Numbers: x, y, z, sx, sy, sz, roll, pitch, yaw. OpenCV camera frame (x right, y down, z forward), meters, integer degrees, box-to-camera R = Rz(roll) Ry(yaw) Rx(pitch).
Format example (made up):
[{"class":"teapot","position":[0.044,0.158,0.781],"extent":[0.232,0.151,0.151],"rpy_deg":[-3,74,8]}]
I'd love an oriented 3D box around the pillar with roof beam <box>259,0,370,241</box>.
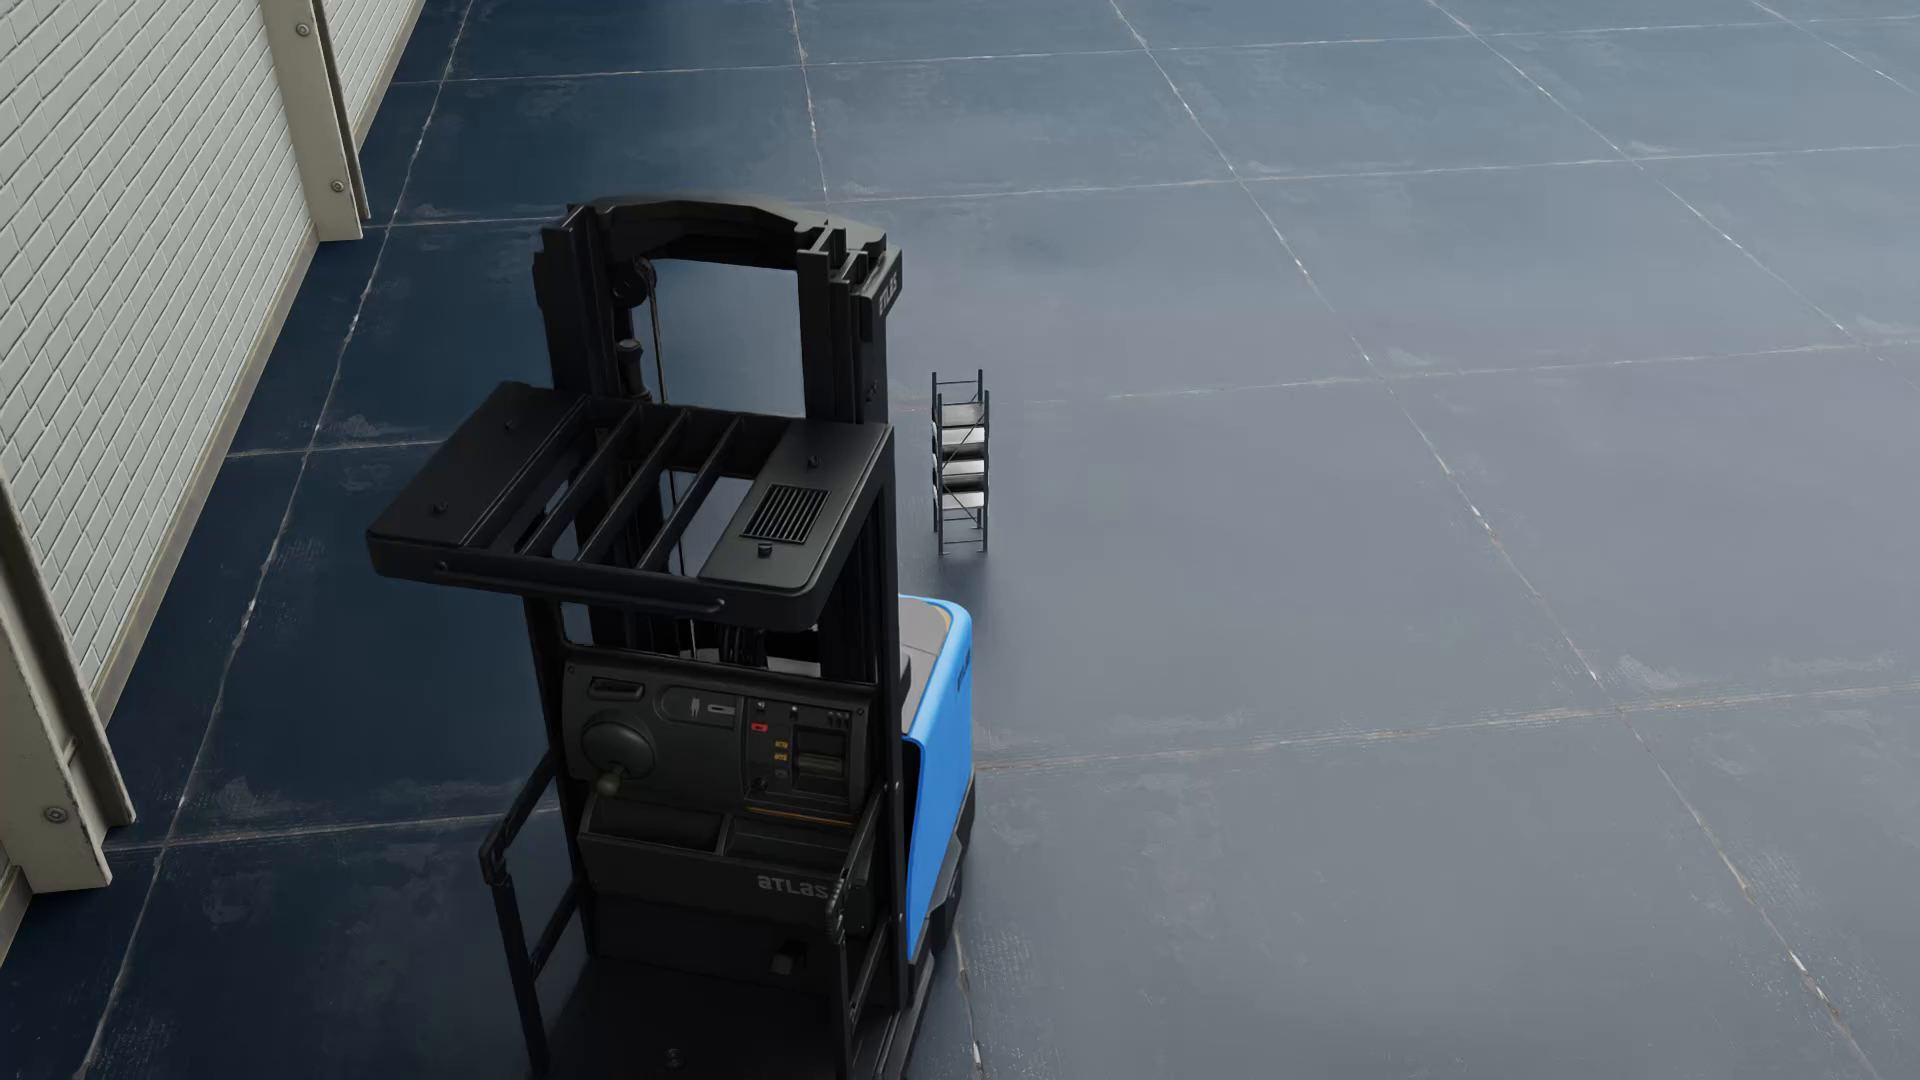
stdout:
[{"class":"pillar with roof beam","position":[0.044,-6.176,9.322],"extent":[9.100,9.000,0.400],"rpy_deg":[-4,35,-6]}]

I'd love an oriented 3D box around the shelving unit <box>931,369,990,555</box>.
[{"class":"shelving unit","position":[0.001,-0.367,7.990],"extent":[0.258,0.900,0.210],"rpy_deg":[-4,35,-6]}]

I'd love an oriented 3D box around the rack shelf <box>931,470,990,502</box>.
[{"class":"rack shelf","position":[0.001,-0.265,8.059],"extent":[0.258,0.077,0.200],"rpy_deg":[-4,35,-6]}]

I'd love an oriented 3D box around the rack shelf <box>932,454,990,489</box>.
[{"class":"rack shelf","position":[0.001,-0.340,8.009],"extent":[0.258,0.077,0.200],"rpy_deg":[-4,35,-6]}]

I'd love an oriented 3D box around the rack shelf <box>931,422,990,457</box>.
[{"class":"rack shelf","position":[0.001,-0.489,7.907],"extent":[0.258,0.077,0.200],"rpy_deg":[-4,35,-6]}]

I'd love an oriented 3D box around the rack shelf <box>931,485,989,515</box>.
[{"class":"rack shelf","position":[0.001,-0.191,8.110],"extent":[0.258,0.077,0.200],"rpy_deg":[-4,35,-6]}]

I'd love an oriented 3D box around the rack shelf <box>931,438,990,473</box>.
[{"class":"rack shelf","position":[0.001,-0.414,7.958],"extent":[0.258,0.077,0.200],"rpy_deg":[-4,35,-6]}]

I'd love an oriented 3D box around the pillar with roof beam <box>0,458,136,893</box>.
[{"class":"pillar with roof beam","position":[0.851,-2.828,4.409],"extent":[9.100,9.000,0.400],"rpy_deg":[-4,35,-6]}]

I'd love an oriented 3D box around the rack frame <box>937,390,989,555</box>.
[{"class":"rack frame","position":[0.015,-0.311,7.907],"extent":[0.240,0.900,0.006],"rpy_deg":[-4,35,-6]}]

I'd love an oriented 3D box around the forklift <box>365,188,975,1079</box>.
[{"class":"forklift","position":[-0.764,0.653,4.689],"extent":[1.130,2.935,3.031],"rpy_deg":[7,35,10]}]

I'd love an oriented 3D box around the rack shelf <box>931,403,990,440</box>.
[{"class":"rack shelf","position":[0.001,-0.563,7.857],"extent":[0.258,0.077,0.200],"rpy_deg":[-4,35,-6]}]

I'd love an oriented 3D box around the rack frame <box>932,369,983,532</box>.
[{"class":"rack frame","position":[-0.013,-0.424,8.073],"extent":[0.240,0.900,0.006],"rpy_deg":[-4,35,-6]}]
